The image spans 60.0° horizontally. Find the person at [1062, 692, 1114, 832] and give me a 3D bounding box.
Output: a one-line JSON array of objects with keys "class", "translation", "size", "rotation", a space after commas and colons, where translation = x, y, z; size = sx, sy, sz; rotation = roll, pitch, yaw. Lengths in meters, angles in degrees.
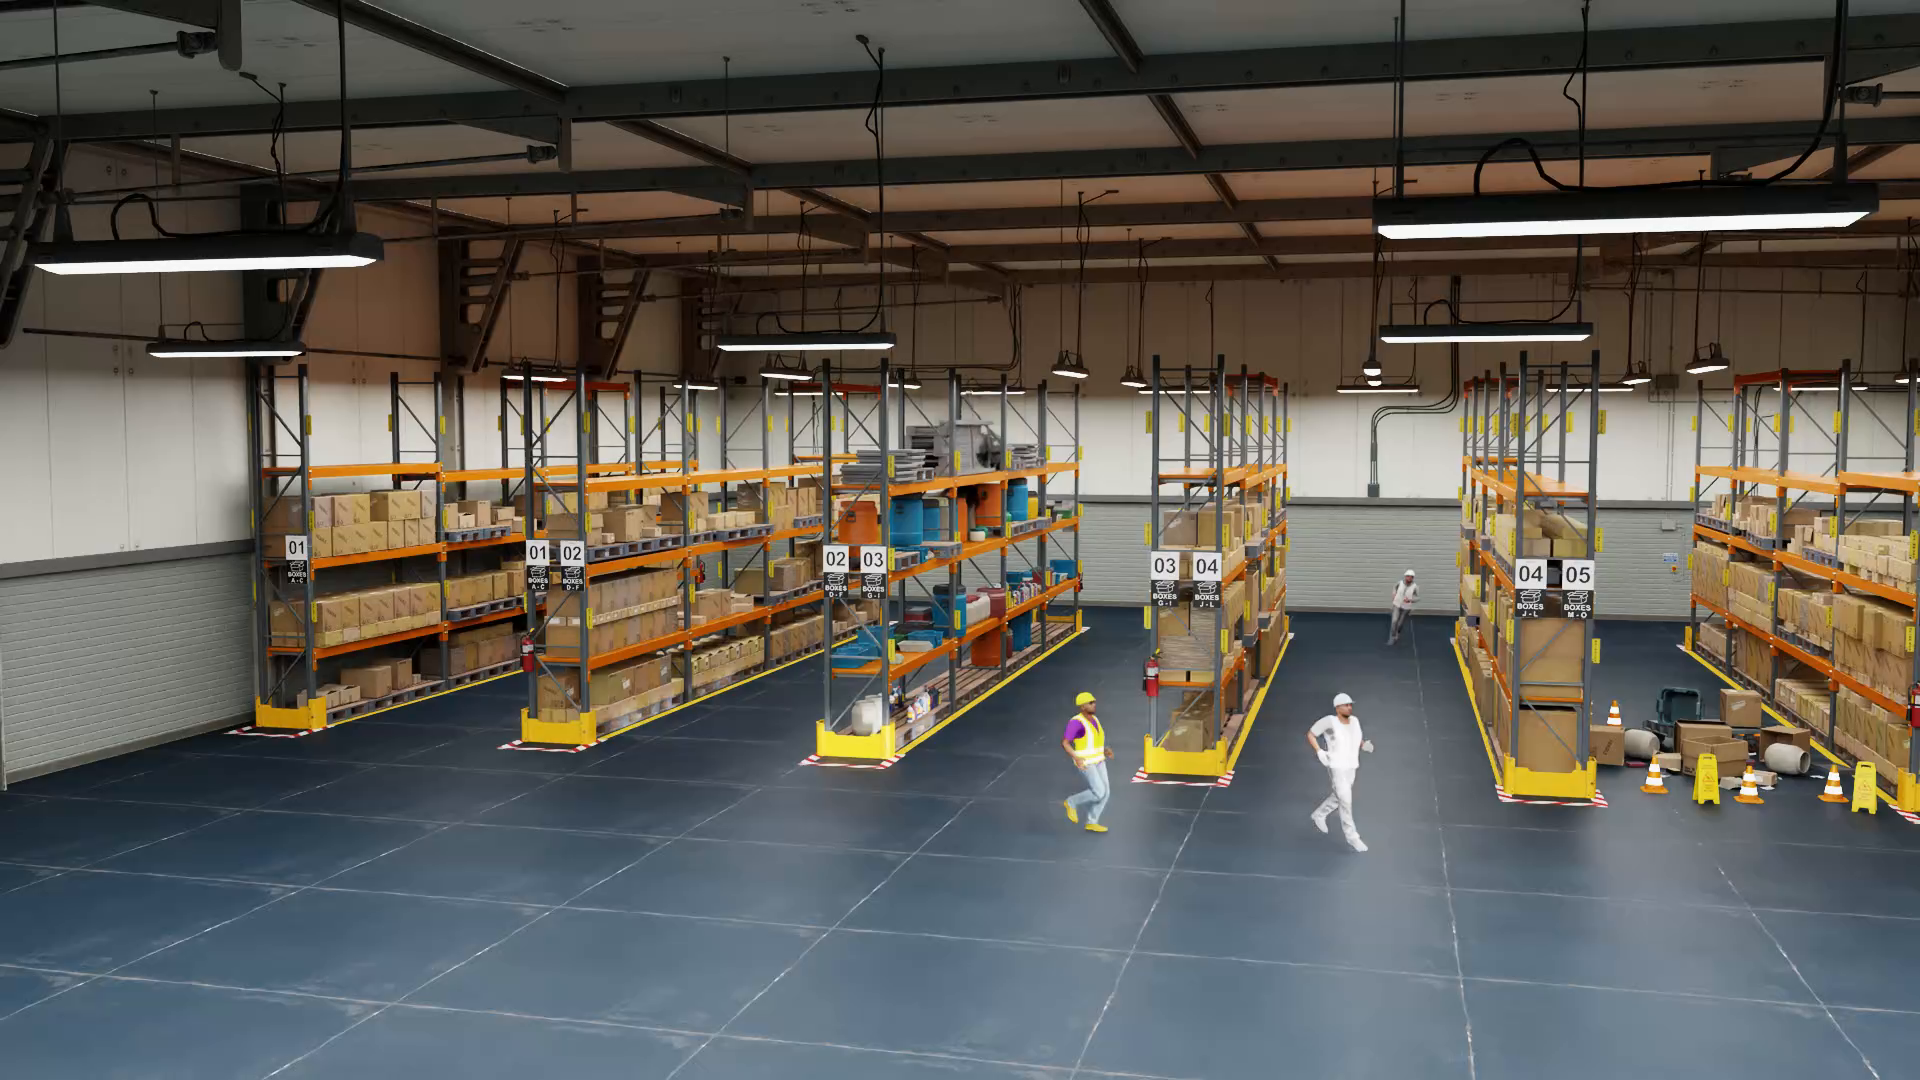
[{"class": "person", "translation": [1.583, 2.730, 20.490], "size": [0.562, 1.708, 0.691], "rotation": [3, 5, 36]}]

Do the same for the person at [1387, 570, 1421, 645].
[{"class": "person", "translation": [10.209, 1.534, 38.107], "size": [0.688, 1.726, 0.799], "rotation": [2, 4, 28]}]

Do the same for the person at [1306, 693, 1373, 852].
[{"class": "person", "translation": [4.552, 2.724, 19.852], "size": [0.678, 1.800, 0.982], "rotation": [-3, 5, -34]}]
